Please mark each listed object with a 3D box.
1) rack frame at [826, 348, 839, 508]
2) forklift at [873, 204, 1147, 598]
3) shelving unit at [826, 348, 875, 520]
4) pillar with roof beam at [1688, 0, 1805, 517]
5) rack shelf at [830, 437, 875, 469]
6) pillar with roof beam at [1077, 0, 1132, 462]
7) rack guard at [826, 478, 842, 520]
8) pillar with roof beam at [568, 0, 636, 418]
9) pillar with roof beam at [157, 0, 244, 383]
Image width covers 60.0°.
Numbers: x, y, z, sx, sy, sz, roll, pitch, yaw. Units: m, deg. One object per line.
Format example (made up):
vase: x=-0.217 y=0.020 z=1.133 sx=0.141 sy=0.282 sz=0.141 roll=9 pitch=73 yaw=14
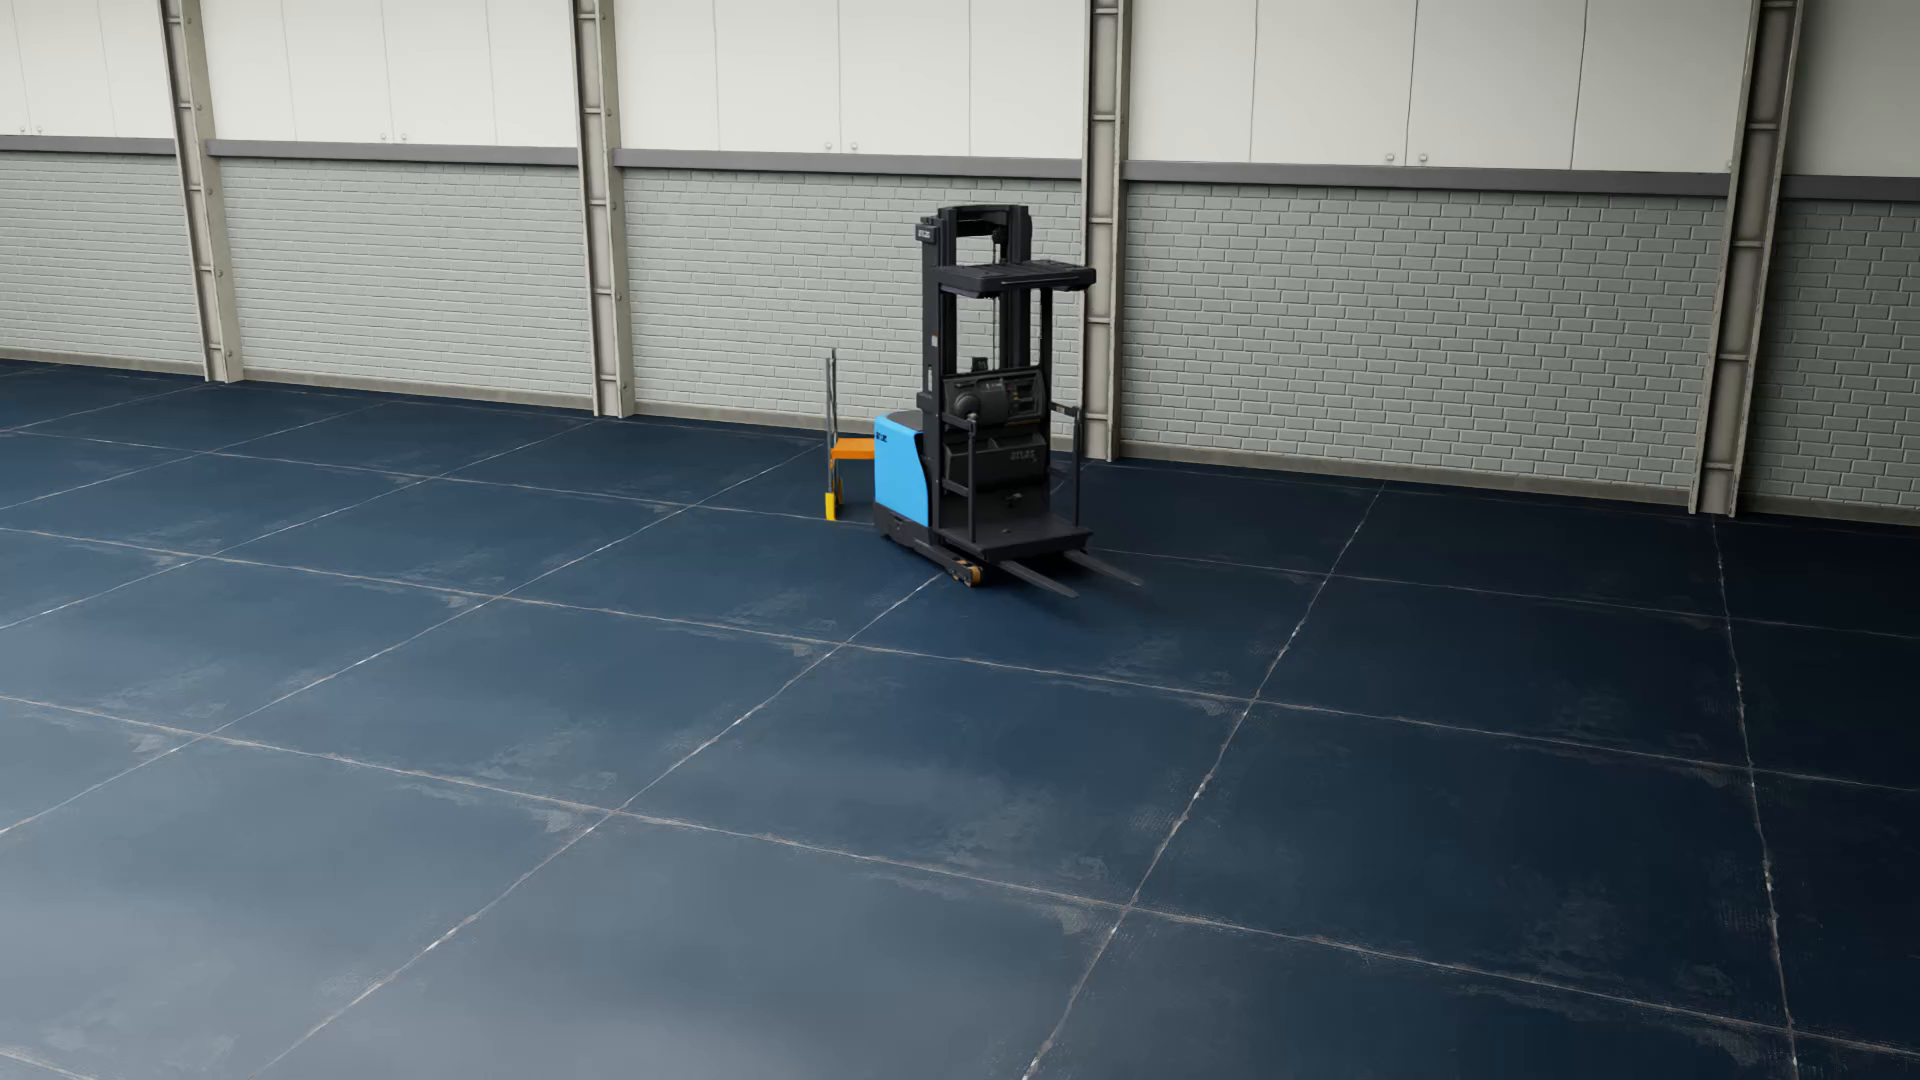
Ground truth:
rack frame: x=-1.180 y=-0.986 z=15.380 sx=0.032 sy=1.500 sz=0.500 roll=1 pitch=16 yaw=3
forklift: x=0.394 y=-1.177 z=13.472 sx=1.130 sy=2.935 sz=3.031 roll=-9 pitch=18 yaw=-28
shelving unit: x=-0.681 y=-0.979 z=15.356 sx=1.083 sy=1.500 sz=0.587 roll=1 pitch=16 yaw=3
pillar with roof beam: x=5.472 y=-3.475 z=10.502 sx=0.400 sy=9.000 sz=9.100 roll=6 pitch=17 yaw=21
rack shelf: x=-0.672 y=-0.806 z=15.406 sx=1.000 sy=0.185 sz=0.538 roll=1 pitch=16 yaw=3
pillar with roof beam: x=-0.110 y=-4.088 z=12.616 sx=0.400 sy=9.000 sz=9.100 roll=6 pitch=17 yaw=21
rack guard: x=-1.178 y=-0.386 z=15.554 sx=0.087 sy=0.250 sz=0.587 roll=1 pitch=16 yaw=3
pillar with roof beam: x=-5.691 y=-4.702 z=14.730 sx=0.400 sy=9.000 sz=9.100 roll=6 pitch=17 yaw=21
pillar with roof beam: x=-11.273 y=-5.316 z=16.844 sx=0.400 sy=9.000 sz=9.100 roll=6 pitch=17 yaw=21
